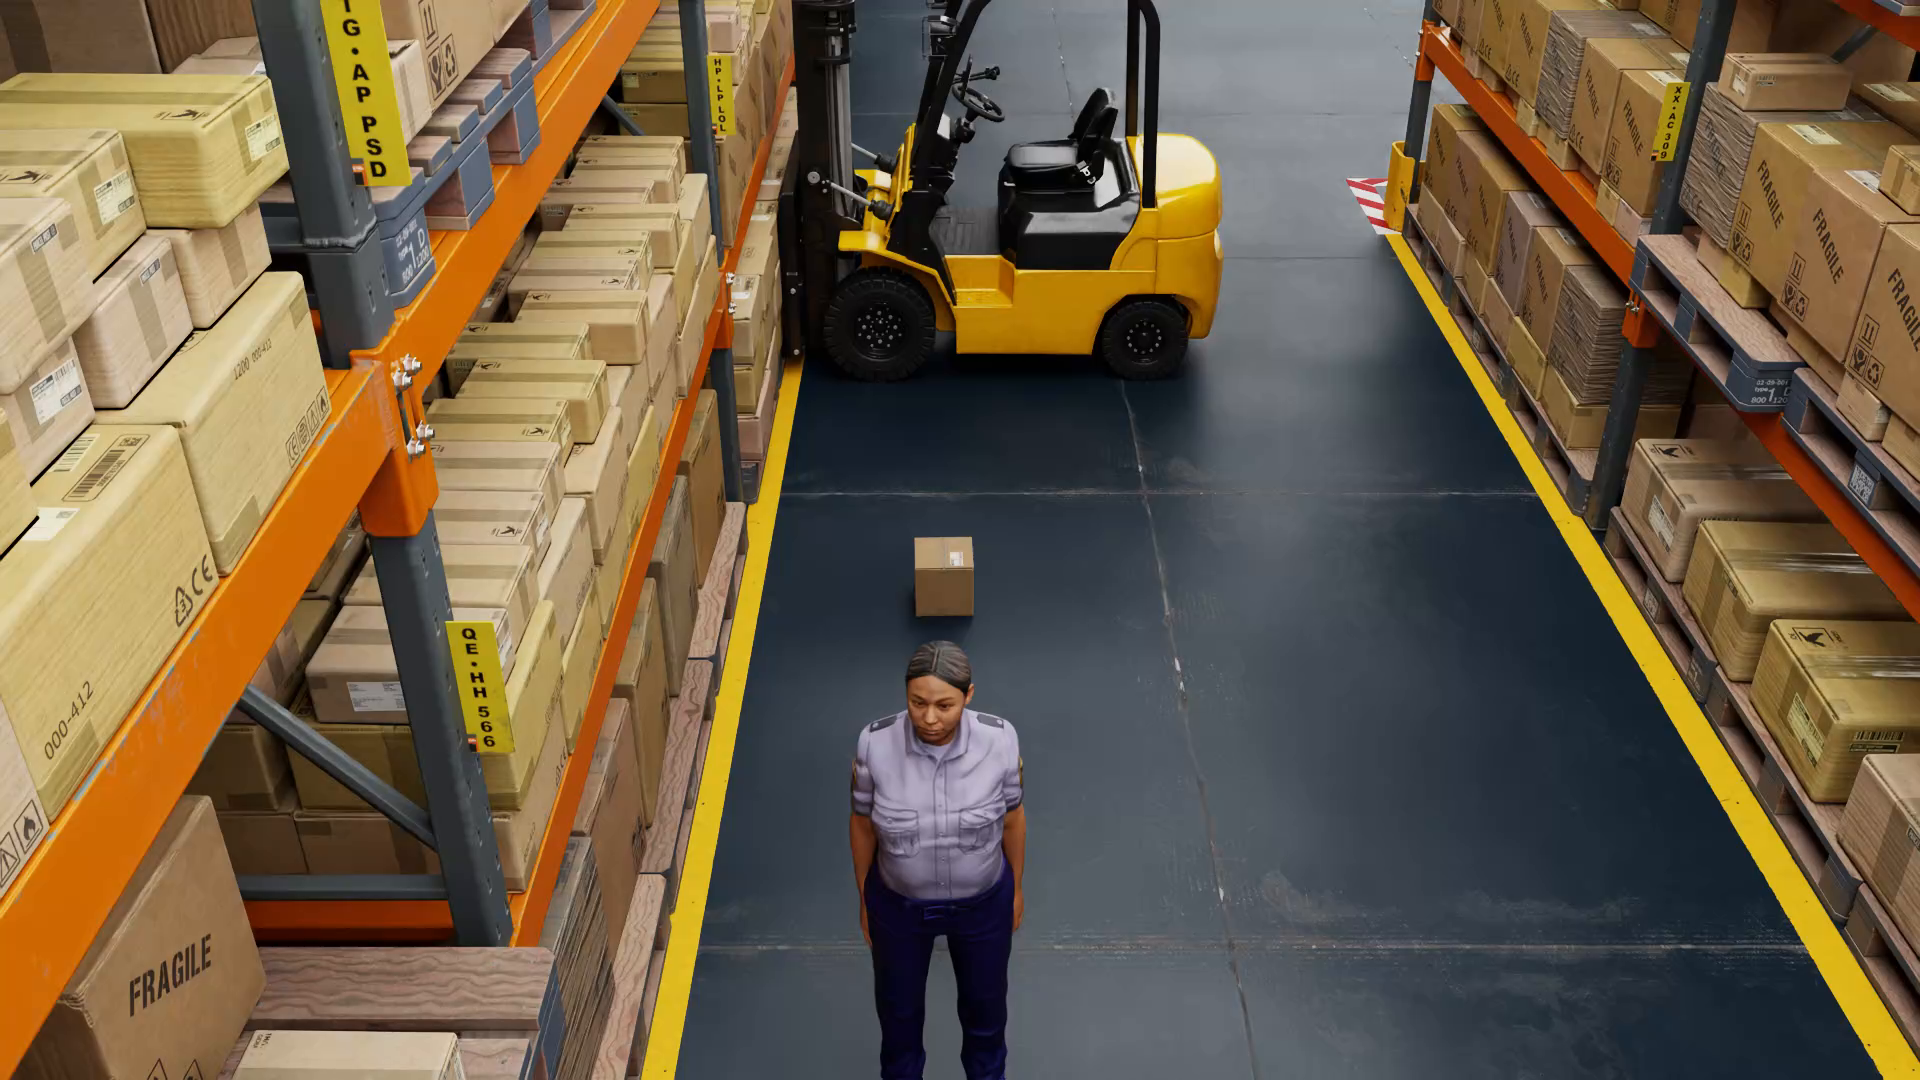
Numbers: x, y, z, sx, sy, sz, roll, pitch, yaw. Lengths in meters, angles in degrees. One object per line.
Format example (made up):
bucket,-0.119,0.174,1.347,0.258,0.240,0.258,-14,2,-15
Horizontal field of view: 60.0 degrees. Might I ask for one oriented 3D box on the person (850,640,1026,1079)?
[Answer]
person,-0.057,0.986,4.523,0.473,1.650,0.354,-2,32,-2
